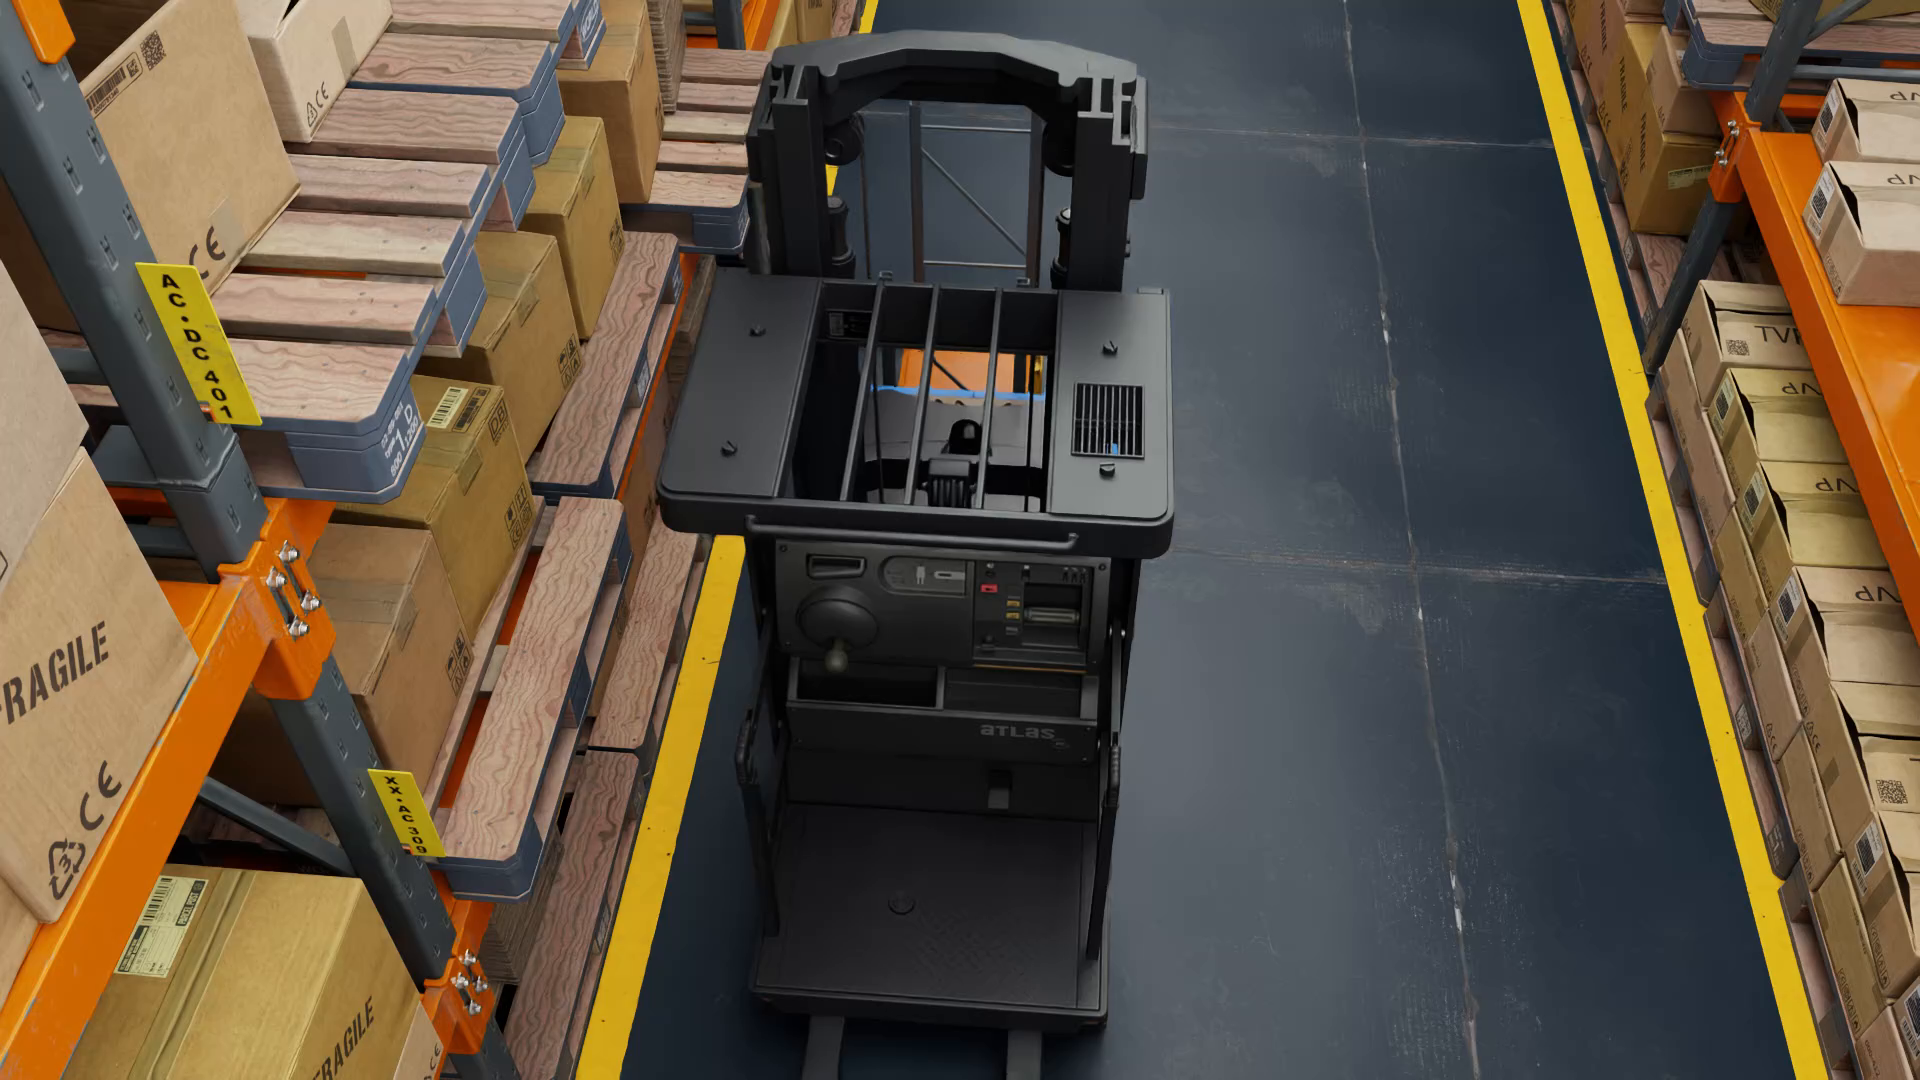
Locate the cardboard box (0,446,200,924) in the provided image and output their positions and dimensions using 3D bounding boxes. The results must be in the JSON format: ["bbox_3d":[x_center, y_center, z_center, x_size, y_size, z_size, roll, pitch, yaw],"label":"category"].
[{"bbox_3d":[-1.535,0.191,2.429,0.500,0.500,0.500,5,48,5],"label":"cardboard box"}]

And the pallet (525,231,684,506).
[{"bbox_3d":[-1.510,-0.563,5.363,1.003,0.211,1.213,4,48,4],"label":"pallet"}]

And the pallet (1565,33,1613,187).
[{"bbox_3d":[3.783,-2.254,8.669,1.003,0.211,1.213,4,48,4],"label":"pallet"}]

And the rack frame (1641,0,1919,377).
[{"bbox_3d":[3.563,-1.755,6.323,1.000,3.000,0.127,4,48,4],"label":"rack frame"}]

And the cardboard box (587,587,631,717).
[{"bbox_3d":[-1.600,0.252,5.883,0.700,0.500,0.500,4,48,4],"label":"cardboard box"}]

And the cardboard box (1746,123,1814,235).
[{"bbox_3d":[3.931,-1.760,7.723,0.500,0.500,0.500,2,48,2],"label":"cardboard box"}]

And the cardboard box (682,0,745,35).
[{"bbox_3d":[-1.110,-2.234,6.917,0.380,0.149,0.250,3,48,3],"label":"cardboard box"}]

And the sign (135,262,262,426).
[{"bbox_3d":[-1.194,-0.302,2.610,0.100,0.325,0.005,4,48,4],"label":"sign"}]

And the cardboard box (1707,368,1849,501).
[{"bbox_3d":[3.183,-0.406,6.288,0.500,0.311,0.500,3,48,3],"label":"cardboard box"}]

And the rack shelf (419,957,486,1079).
[{"bbox_3d":[-1.917,2.566,2.858,1.077,0.370,4.000,4,48,4],"label":"rack shelf"}]

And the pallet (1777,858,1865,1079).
[{"bbox_3d":[3.227,1.581,5.161,1.003,0.211,1.213,4,48,4],"label":"pallet"}]

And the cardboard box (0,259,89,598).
[{"bbox_3d":[-1.510,-0.150,2.063,0.500,0.500,0.500,0,48,0],"label":"cardboard box"}]

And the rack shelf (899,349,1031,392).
[{"bbox_3d":[0.021,-0.616,6.541,0.538,0.185,1.000,3,48,3],"label":"rack shelf"}]

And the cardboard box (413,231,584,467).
[{"bbox_3d":[-1.567,-0.596,4.897,0.700,0.500,0.500,10,48,9],"label":"cardboard box"}]

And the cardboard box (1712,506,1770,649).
[{"bbox_3d":[3.137,0.148,6.161,0.500,0.250,0.500,3,48,2],"label":"cardboard box"}]

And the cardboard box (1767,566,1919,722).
[{"bbox_3d":[3.088,0.346,5.600,0.500,0.311,0.500,3,48,3],"label":"cardboard box"}]

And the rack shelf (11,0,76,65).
[{"bbox_3d":[-1.553,-2.263,3.480,1.077,0.370,4.000,4,48,4],"label":"rack shelf"}]

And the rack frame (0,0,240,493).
[{"bbox_3d":[-1.735,-1.171,1.723,1.000,3.000,0.127,4,48,4],"label":"rack frame"}]

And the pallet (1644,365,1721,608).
[{"bbox_3d":[3.449,-0.212,6.801,1.003,0.211,1.213,4,48,4],"label":"pallet"}]

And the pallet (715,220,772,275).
[{"bbox_3d":[-1.223,-1.719,8.179,1.003,0.211,1.213,4,48,4],"label":"pallet"}]

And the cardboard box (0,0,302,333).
[{"bbox_3d":[-1.605,-0.730,3.000,0.500,0.500,0.500,10,48,9],"label":"cardboard box"}]

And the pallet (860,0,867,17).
[{"bbox_3d":[-1.001,-3.512,9.819,1.003,0.211,1.213,4,48,4],"label":"pallet"}]

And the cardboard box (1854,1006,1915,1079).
[{"bbox_3d":[2.948,1.646,4.790,0.500,0.250,0.500,3,48,3],"label":"cardboard box"}]

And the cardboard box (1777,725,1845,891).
[{"bbox_3d":[3.042,0.899,5.474,0.500,0.250,0.500,5,48,4],"label":"cardboard box"}]

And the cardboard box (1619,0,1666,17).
[{"bbox_3d":[3.505,-2.810,8.175,0.500,0.250,0.500,3,48,3],"label":"cardboard box"}]

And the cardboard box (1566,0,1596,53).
[{"bbox_3d":[3.550,-2.901,8.766,0.500,0.500,0.500,4,48,4],"label":"cardboard box"}]

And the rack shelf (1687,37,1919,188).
[{"bbox_3d":[3.745,-2.982,7.932,1.077,0.370,4.000,4,48,4],"label":"rack shelf"}]

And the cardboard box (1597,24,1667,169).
[{"bbox_3d":[3.462,-2.143,8.073,0.500,0.500,0.500,2,48,2],"label":"cardboard box"}]

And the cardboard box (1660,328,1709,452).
[{"bbox_3d":[3.223,-0.604,6.848,0.500,0.250,0.500,4,48,3],"label":"cardboard box"}]

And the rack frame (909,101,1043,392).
[{"bbox_3d":[0.060,-1.112,6.750,0.500,1.500,0.032,3,48,3],"label":"rack frame"}]

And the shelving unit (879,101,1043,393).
[{"bbox_3d":[0.022,-0.744,6.414,0.587,1.500,1.083,3,48,3],"label":"shelving unit"}]

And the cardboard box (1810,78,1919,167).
[{"bbox_3d":[3.487,-1.461,6.114,0.500,0.311,0.500,7,48,6],"label":"cardboard box"}]

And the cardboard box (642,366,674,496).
[{"bbox_3d":[-1.547,-0.487,6.559,0.700,0.500,0.500,4,48,3],"label":"cardboard box"}]

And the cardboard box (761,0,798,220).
[{"bbox_3d":[-1.173,-2.033,7.749,0.750,0.750,0.750,3,48,3],"label":"cardboard box"}]

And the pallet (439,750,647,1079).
[{"bbox_3d":[-1.665,1.223,5.489,1.003,0.211,1.213,4,48,4],"label":"pallet"}]

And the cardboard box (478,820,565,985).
[{"bbox_3d":[-1.684,1.007,5.192,0.700,0.500,0.500,5,48,5],"label":"cardboard box"}]

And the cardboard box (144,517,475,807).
[{"bbox_3d":[-1.654,0.300,4.077,0.700,0.500,0.500,4,48,4],"label":"cardboard box"}]

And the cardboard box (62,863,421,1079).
[{"bbox_3d":[-1.470,1.013,3.371,0.500,0.500,0.500,4,48,3],"label":"cardboard box"}]

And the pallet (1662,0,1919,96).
[{"bbox_3d":[3.555,-2.193,6.853,1.213,0.211,1.003,4,48,4],"label":"pallet"}]

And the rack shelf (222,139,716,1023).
[{"bbox_3d":[-1.553,-0.373,5.546,1.077,0.370,4.000,4,48,4],"label":"rack shelf"}]

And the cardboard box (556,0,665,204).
[{"bbox_3d":[-1.427,-1.509,5.732,0.700,0.500,0.500,0,48,0],"label":"cardboard box"}]

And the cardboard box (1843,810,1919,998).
[{"bbox_3d":[2.991,1.082,4.927,0.500,0.311,0.500,5,48,5],"label":"cardboard box"}]

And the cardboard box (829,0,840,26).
[{"bbox_3d":[-1.014,-3.301,8.909,0.750,0.750,0.750,5,48,5],"label":"cardboard box"}]

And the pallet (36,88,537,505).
[{"bbox_3d":[-1.572,-0.542,3.307,1.213,0.211,1.003,4,48,4],"label":"pallet"}]

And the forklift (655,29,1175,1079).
[{"bbox_3d":[-0.066,0.294,4.494,1.130,2.935,3.031,3,48,3],"label":"forklift"}]
